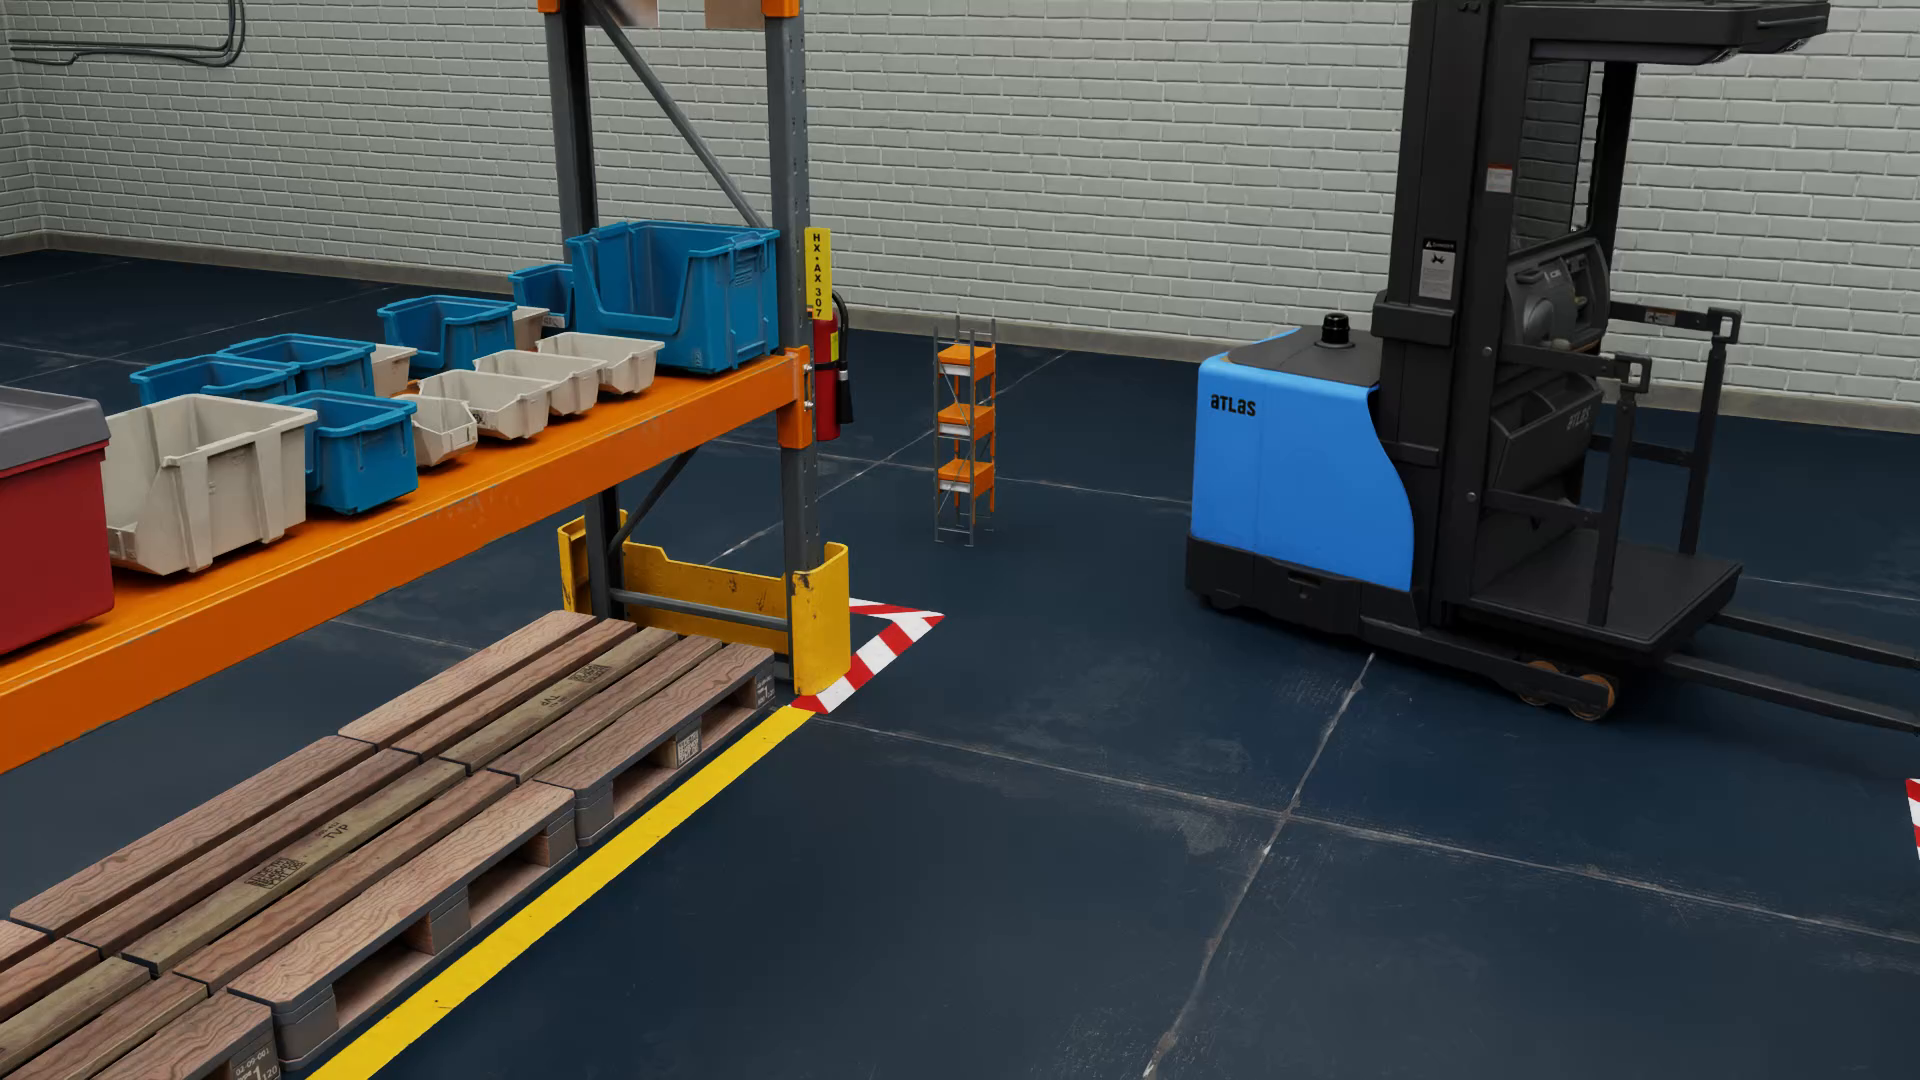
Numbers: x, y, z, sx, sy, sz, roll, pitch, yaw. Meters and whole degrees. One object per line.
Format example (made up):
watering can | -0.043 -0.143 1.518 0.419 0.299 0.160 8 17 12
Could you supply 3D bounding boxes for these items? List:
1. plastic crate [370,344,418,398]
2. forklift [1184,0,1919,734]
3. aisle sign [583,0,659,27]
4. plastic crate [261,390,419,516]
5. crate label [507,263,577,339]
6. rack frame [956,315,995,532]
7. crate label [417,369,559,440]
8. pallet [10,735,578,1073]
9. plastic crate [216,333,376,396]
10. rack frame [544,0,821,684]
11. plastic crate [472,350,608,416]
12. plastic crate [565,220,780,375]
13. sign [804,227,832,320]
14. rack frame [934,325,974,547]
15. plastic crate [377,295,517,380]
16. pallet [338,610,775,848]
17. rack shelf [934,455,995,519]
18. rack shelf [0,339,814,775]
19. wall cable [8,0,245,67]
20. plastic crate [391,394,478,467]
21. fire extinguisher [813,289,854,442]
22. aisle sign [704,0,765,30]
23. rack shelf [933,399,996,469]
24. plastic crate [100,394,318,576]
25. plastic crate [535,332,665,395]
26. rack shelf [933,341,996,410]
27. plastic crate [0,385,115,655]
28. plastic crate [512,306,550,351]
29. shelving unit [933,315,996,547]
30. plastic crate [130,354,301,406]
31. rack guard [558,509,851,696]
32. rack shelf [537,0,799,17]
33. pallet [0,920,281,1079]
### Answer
plastic crate | -1.897 -0.518 5.252 0.250 0.136 0.298 9 21 23
forklift | 2.424 -0.918 6.175 3.031 2.935 1.130 16 25 37
aisle sign | -1.252 -2.226 5.871 0.394 0.787 0.004 9 21 23
plastic crate | -1.618 -0.225 4.284 0.416 0.233 0.300 9 21 23
crate label | -1.412 -0.857 6.063 0.416 0.233 0.303 9 21 23
rack frame | 0.072 -0.548 7.944 0.200 1.050 0.008 9 21 23
crate label | -1.403 -0.393 4.901 0.396 0.136 0.243 9 21 23
pallet | -1.885 0.994 4.859 1.003 0.211 1.213 9 21 23
plastic crate | -1.951 -0.455 4.931 0.416 0.233 0.300 9 21 23
rack frame | -1.011 -0.938 6.130 1.000 3.000 0.127 9 21 23
plastic crate | -1.311 -0.481 5.150 0.396 0.136 0.243 9 21 23
plastic crate | -0.978 -0.855 5.754 0.616 0.435 0.499 9 21 23
sign | -0.502 -0.945 5.905 0.100 0.325 0.005 9 21 23
rack frame | -0.028 -0.474 7.734 0.200 1.050 0.008 9 21 23
plastic crate | -1.682 -0.656 5.497 0.416 0.233 0.300 9 21 23
pallet | -1.384 0.622 5.904 1.003 0.211 1.213 9 21 23
rack shelf | 0.022 -0.239 7.936 0.215 0.259 0.240 9 21 23
rack shelf | -1.830 0.012 4.532 1.077 0.370 4.000 9 21 23
wall cable | -7.407 -5.341 14.192 3.097 2.526 0.112 9 21 23
plastic crate | -1.507 -0.300 4.640 0.298 0.136 0.250 9 21 23
fire extinguisher | -0.534 -0.710 6.160 0.296 0.674 0.183 9 21 23
aisle sign | -0.714 -2.145 5.644 0.394 0.787 0.004 9 21 23
rack shelf | 0.022 -0.501 7.842 0.215 0.259 0.240 9 21 23
plastic crate | -1.855 -0.129 3.943 0.437 0.282 0.530 9 21 23
plastic crate | -1.180 -0.568 5.394 0.396 0.136 0.243 9 21 23
rack shelf | 0.022 -0.768 7.747 0.215 0.259 0.240 9 21 23
plastic crate | -2.054 -0.012 3.342 0.402 0.464 0.583 9 21 23
plastic crate | -1.619 -0.725 5.835 0.250 0.136 0.298 9 21 23
shelving unit | 0.022 -0.511 7.839 0.215 1.050 0.252 9 21 23
plastic crate | -2.074 -0.363 4.673 0.416 0.233 0.300 9 21 23
rack guard | -1.013 0.230 6.575 1.175 0.500 0.348 9 21 23
rack shelf | -1.830 -1.401 4.029 1.077 0.370 4.000 9 21 23
pallet | -2.383 1.368 3.806 1.003 0.211 1.213 9 21 23
